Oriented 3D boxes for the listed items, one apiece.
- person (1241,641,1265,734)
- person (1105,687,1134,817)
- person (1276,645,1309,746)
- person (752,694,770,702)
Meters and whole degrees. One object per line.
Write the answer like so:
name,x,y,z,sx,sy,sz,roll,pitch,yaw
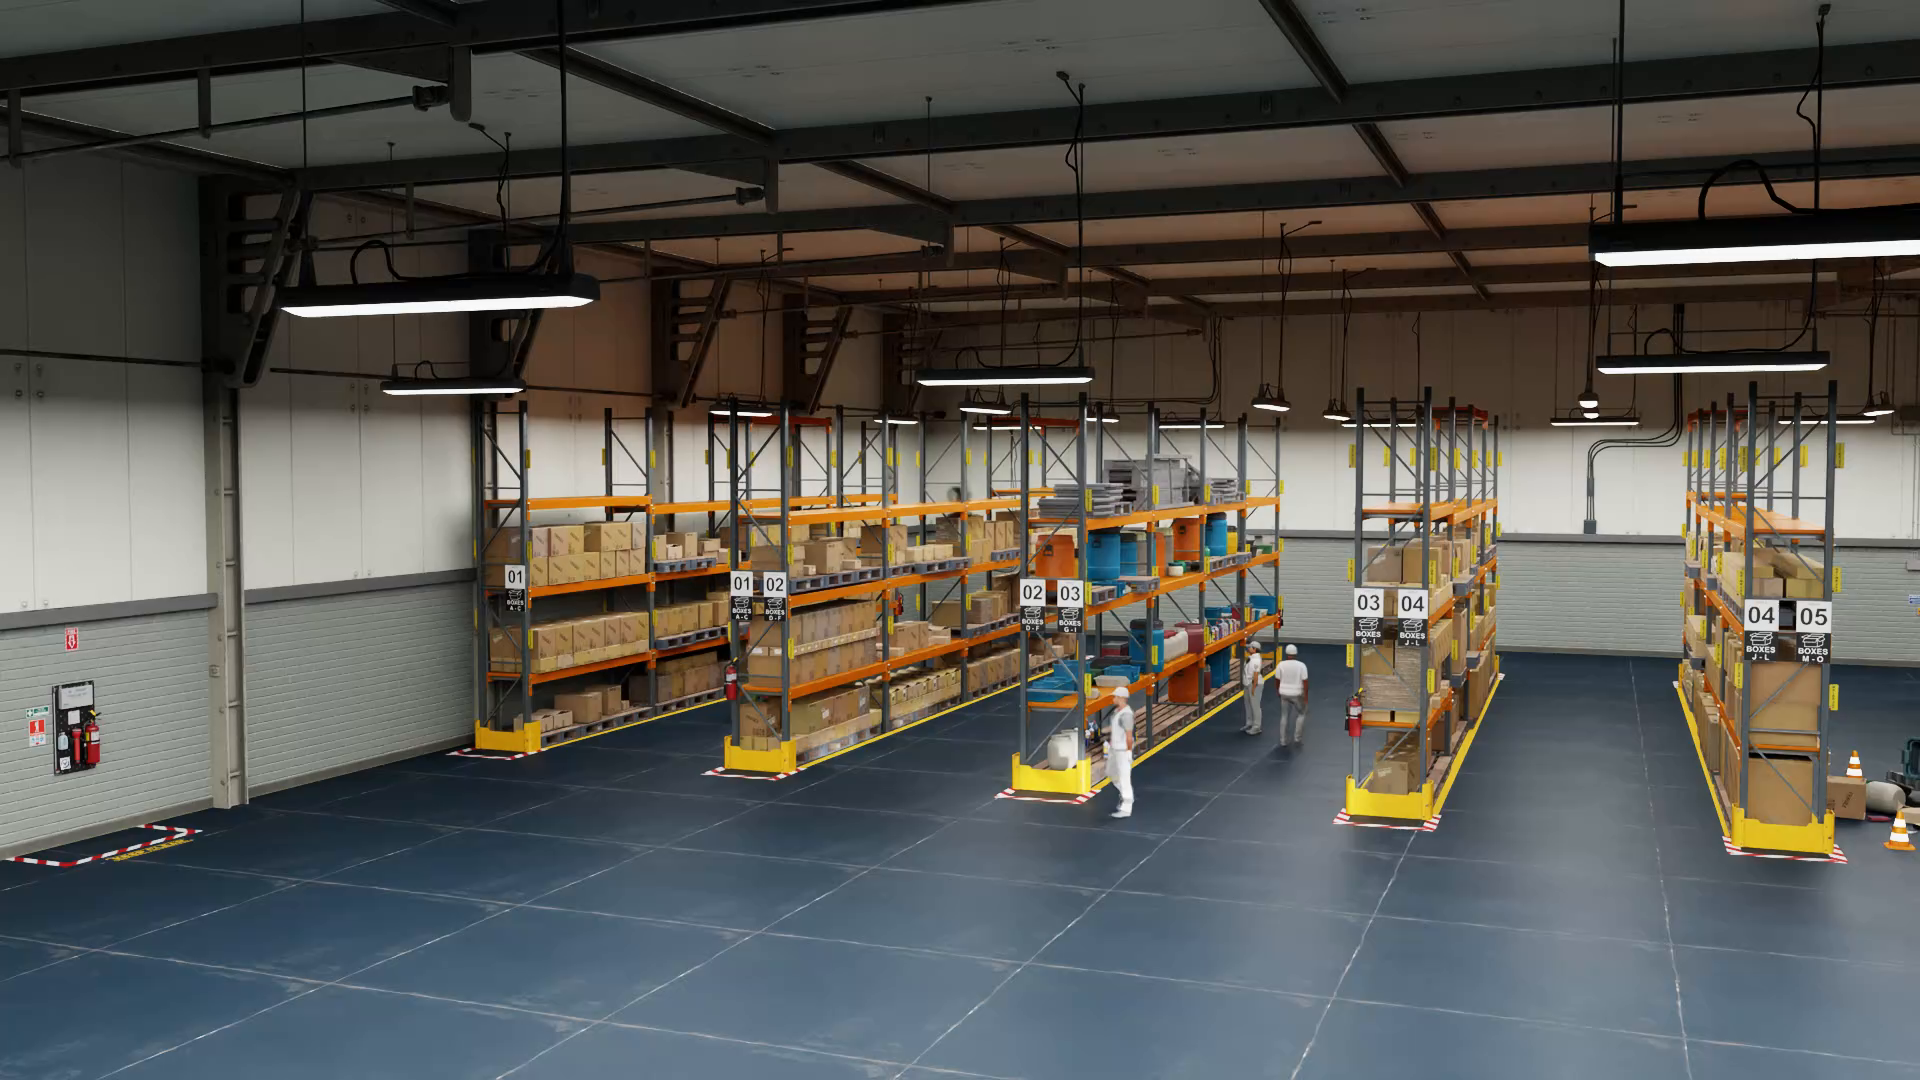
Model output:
person,5.349,2.684,30.455,0.417,1.673,0.514,0,3,-9
person,2.277,2.950,23.344,0.453,1.793,0.582,-1,3,-11
person,5.794,2.722,28.976,0.496,1.817,0.633,-2,4,-42
person,-3.859,2.501,32.770,0.497,1.777,0.562,-2,3,-32
